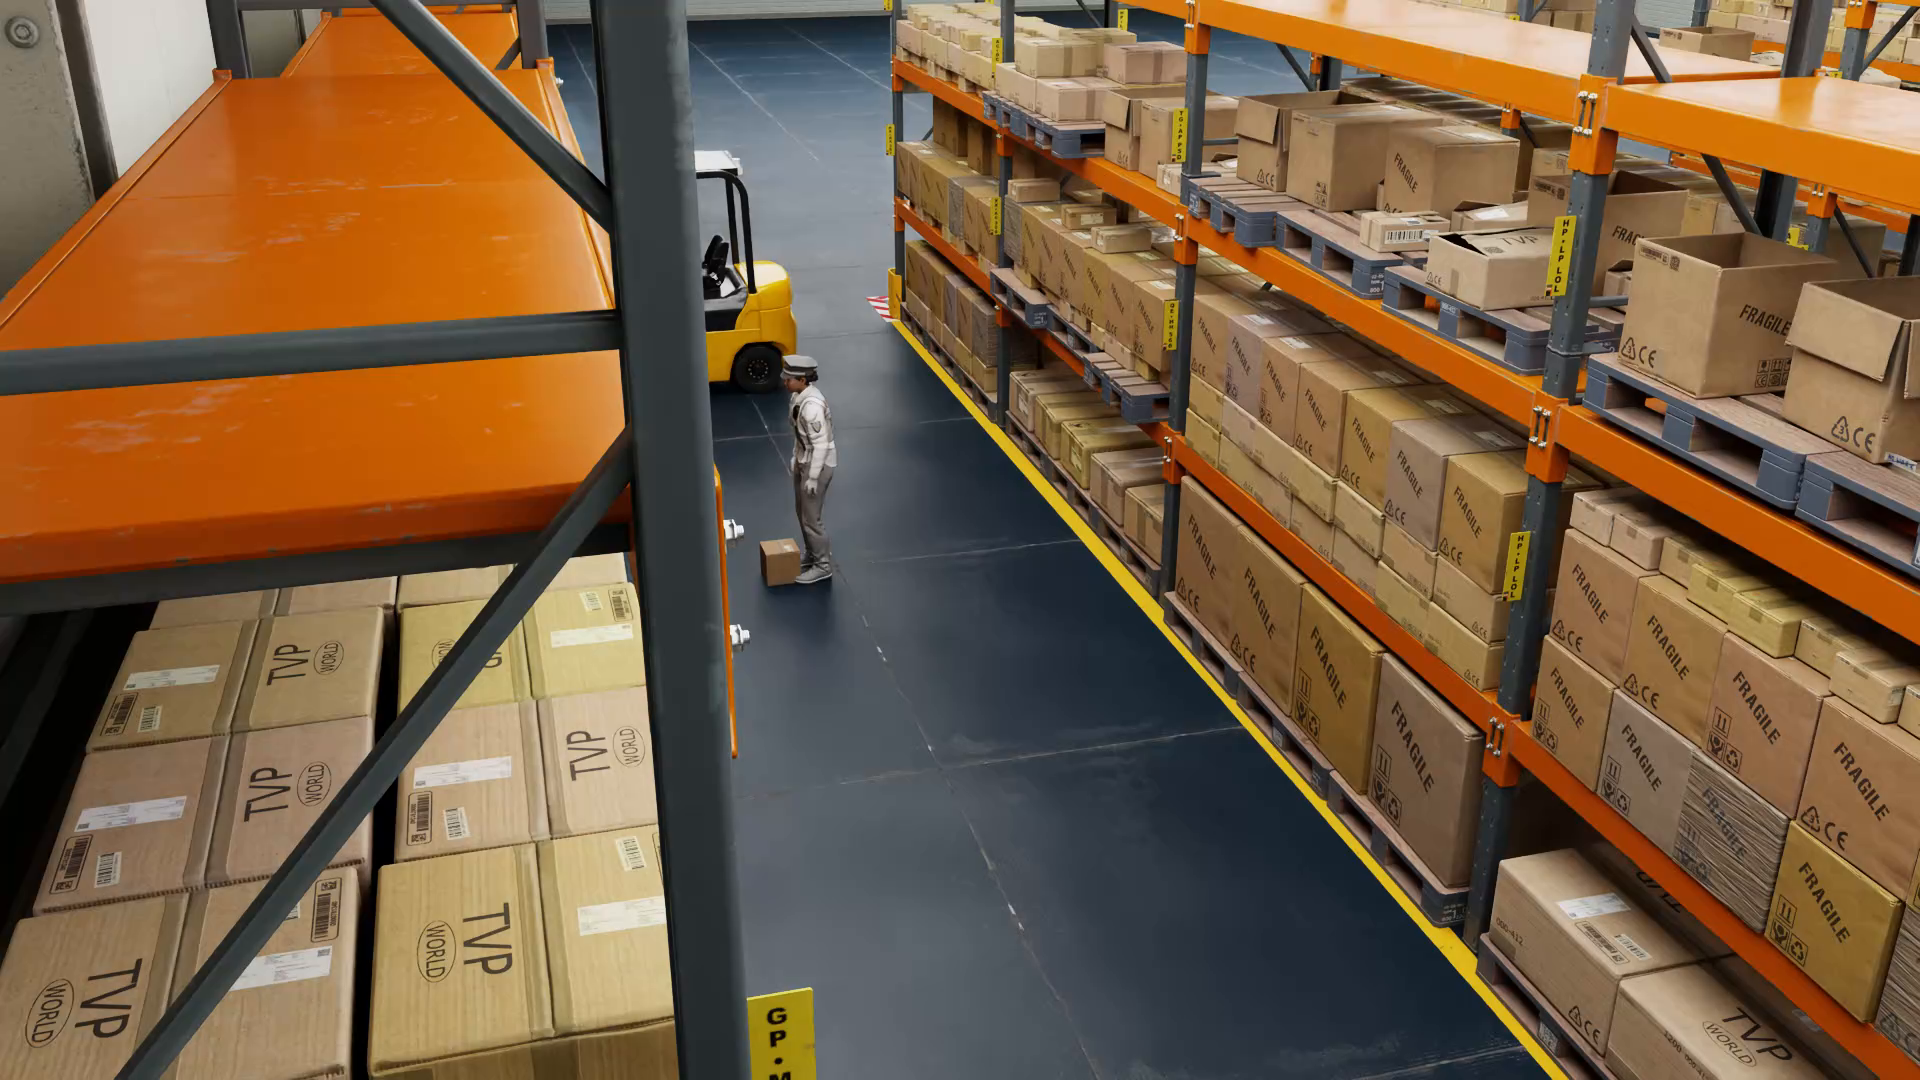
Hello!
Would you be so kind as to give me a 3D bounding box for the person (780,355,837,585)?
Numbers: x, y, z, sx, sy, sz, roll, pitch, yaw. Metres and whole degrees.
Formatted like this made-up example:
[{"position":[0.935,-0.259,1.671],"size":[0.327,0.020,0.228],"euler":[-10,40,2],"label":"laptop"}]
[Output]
[{"position":[-1.072,-0.515,11.841],"size":[0.369,1.667,0.546],"euler":[-7,24,-17],"label":"person"}]
